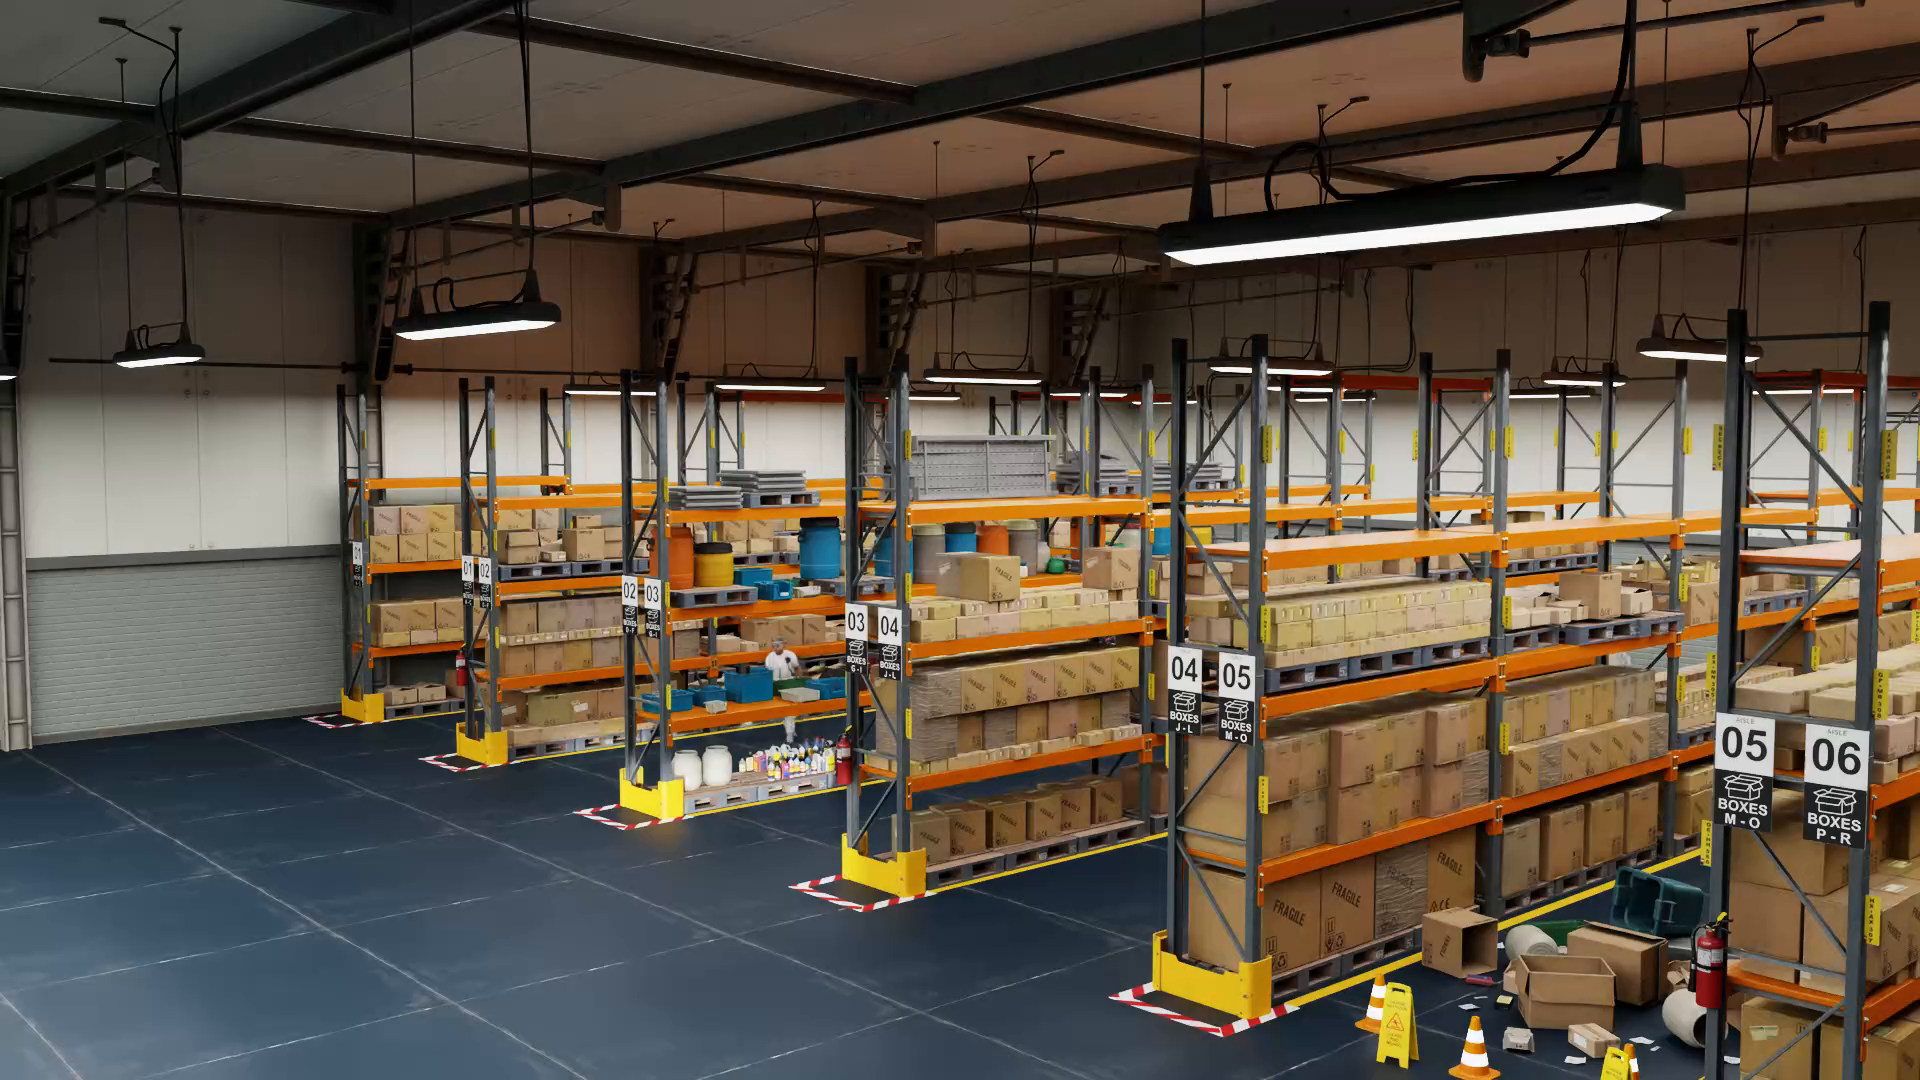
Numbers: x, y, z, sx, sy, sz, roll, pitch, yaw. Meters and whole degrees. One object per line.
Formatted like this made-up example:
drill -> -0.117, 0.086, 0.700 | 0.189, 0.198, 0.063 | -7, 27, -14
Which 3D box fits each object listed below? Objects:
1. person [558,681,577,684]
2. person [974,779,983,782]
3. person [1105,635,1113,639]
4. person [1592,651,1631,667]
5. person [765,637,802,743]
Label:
person -> -6.905, 2.393, 28.849 | 0.631, 1.733, 1.088 | 4, 5, 44
person -> 0.068, 2.789, 24.125 | 0.595, 1.543, 0.956 | 3, 5, 37
person -> 2.856, 2.332, 30.888 | 0.899, 1.602, 0.690 | -3, 5, -35
person -> 11.811, 2.350, 30.134 | 0.676, 1.687, 0.688 | -2, 4, -33
person -> -2.946, 2.456, 27.674 | 0.621, 1.706, 0.920 | 1, 4, 9
